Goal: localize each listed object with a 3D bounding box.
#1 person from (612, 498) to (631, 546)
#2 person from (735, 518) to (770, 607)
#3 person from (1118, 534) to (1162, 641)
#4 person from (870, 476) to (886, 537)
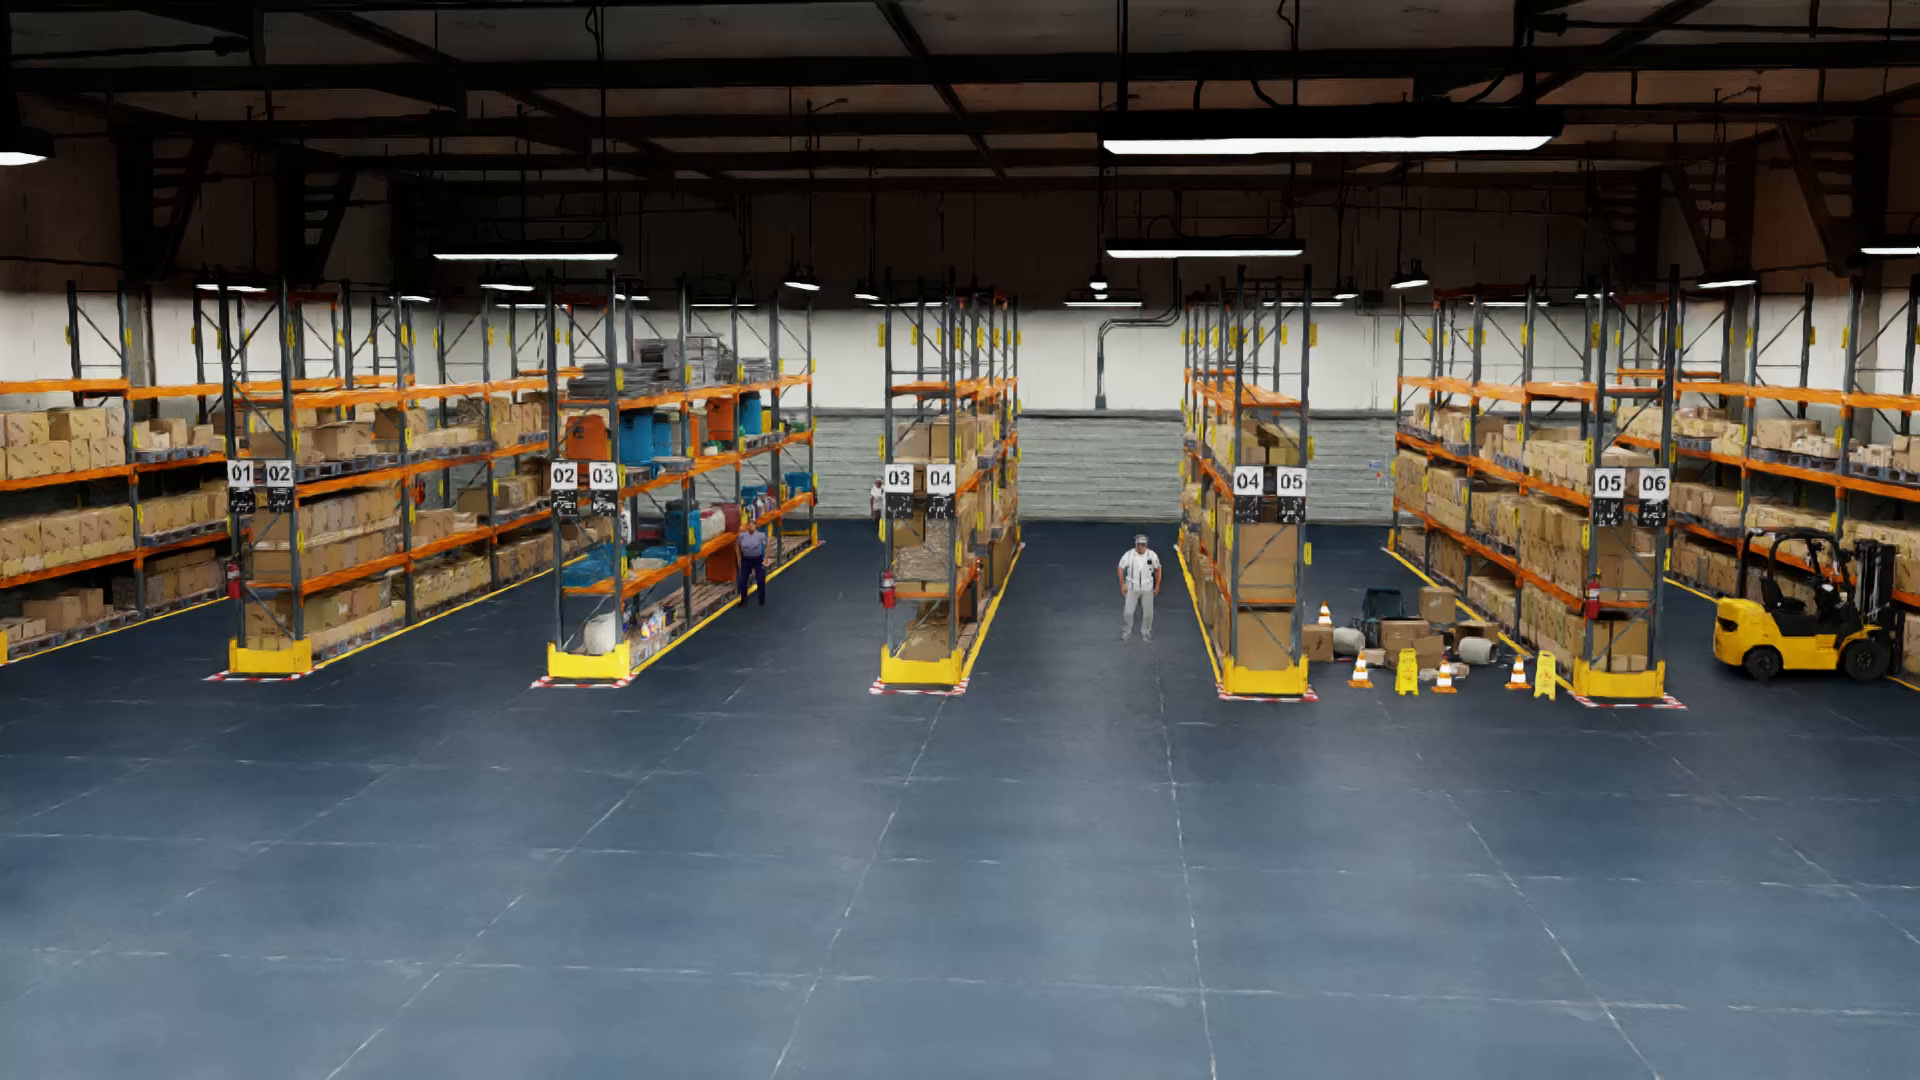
[{"bbox_3d":[-7.189,-0.108,35.414,0.500,1.622,0.997,0,7,4],"label":"person"},{"bbox_3d":[-3.651,0.386,29.284,0.625,1.595,0.517,0,7,2],"label":"person"},{"bbox_3d":[2.793,0.737,25.887,0.682,1.715,0.542,0,7,3],"label":"person"},{"bbox_3d":[-2.009,-0.814,41.324,0.456,1.578,1.088,1,7,7],"label":"person"}]
